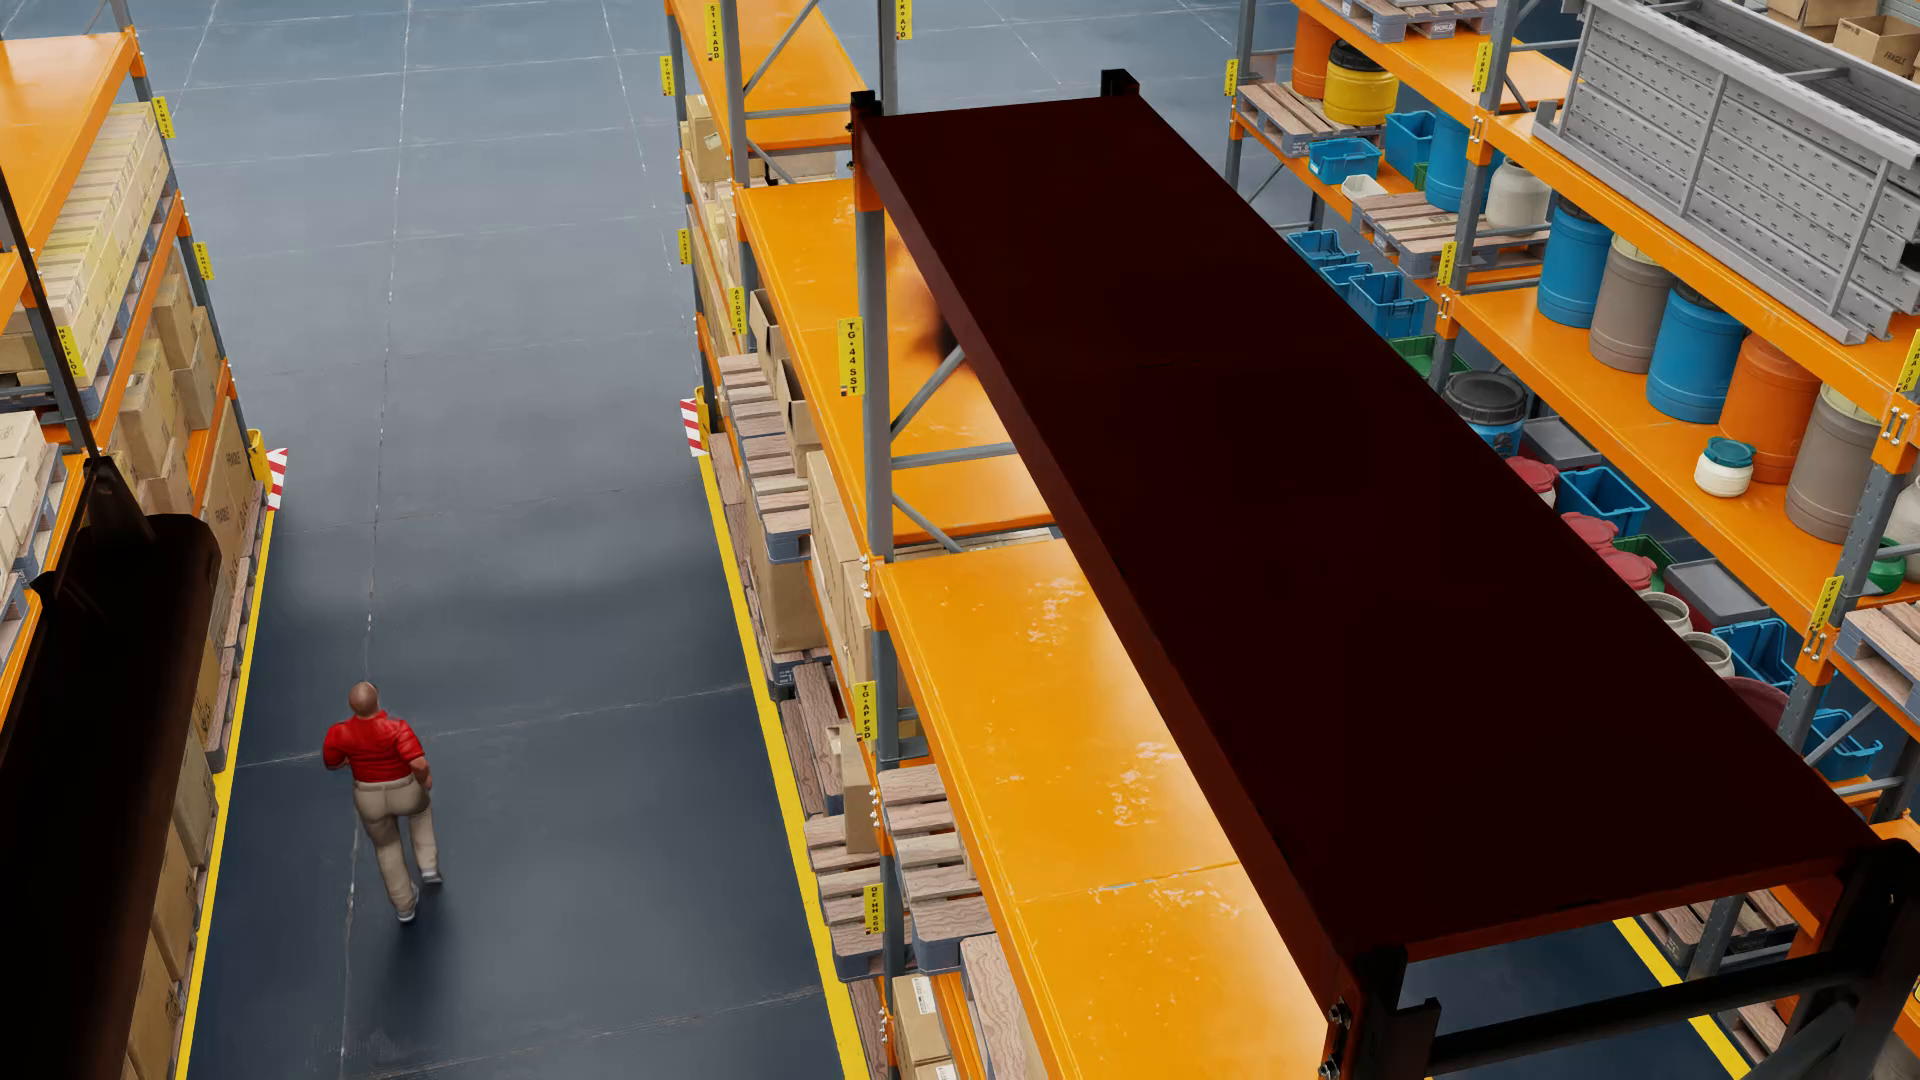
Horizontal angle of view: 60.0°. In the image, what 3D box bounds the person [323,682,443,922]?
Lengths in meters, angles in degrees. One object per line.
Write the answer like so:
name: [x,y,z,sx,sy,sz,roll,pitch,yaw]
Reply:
person: [-3.544,1.563,10.307,0.634,1.728,0.699,-8,35,-11]
